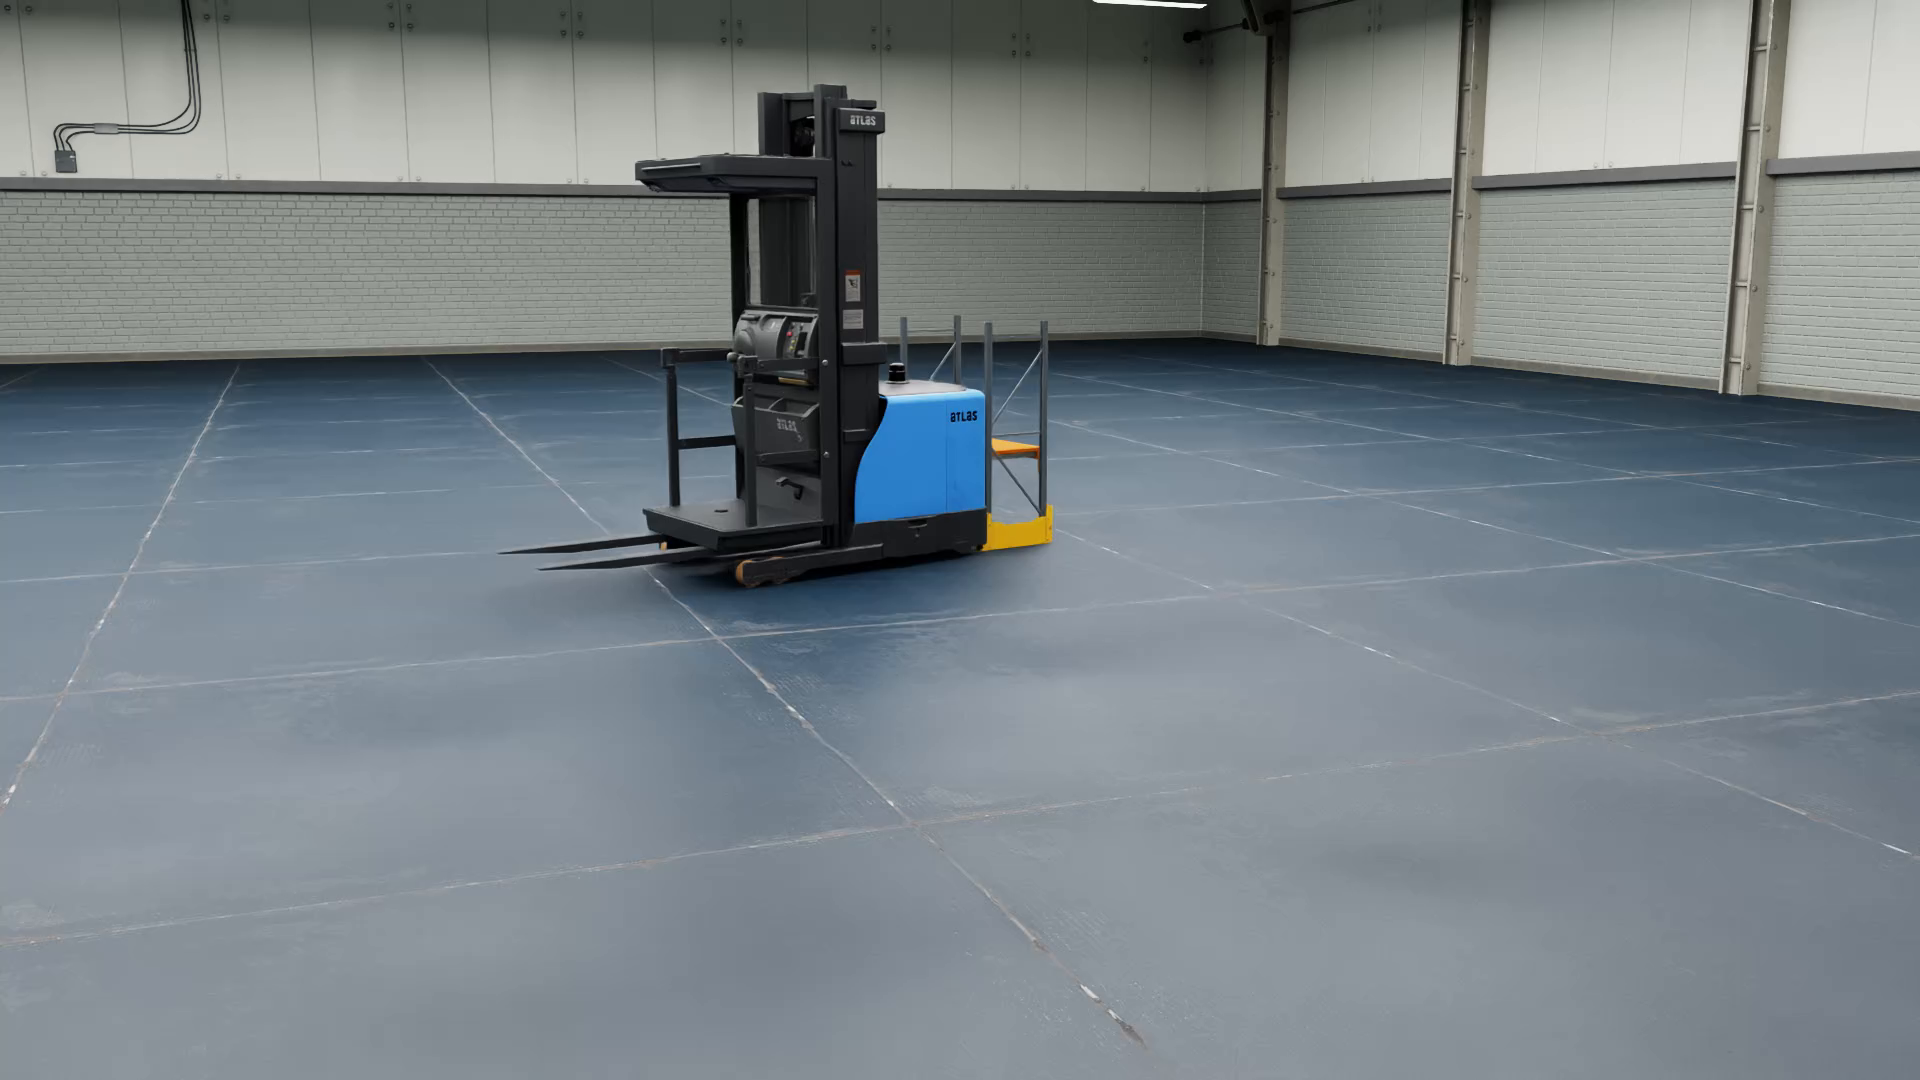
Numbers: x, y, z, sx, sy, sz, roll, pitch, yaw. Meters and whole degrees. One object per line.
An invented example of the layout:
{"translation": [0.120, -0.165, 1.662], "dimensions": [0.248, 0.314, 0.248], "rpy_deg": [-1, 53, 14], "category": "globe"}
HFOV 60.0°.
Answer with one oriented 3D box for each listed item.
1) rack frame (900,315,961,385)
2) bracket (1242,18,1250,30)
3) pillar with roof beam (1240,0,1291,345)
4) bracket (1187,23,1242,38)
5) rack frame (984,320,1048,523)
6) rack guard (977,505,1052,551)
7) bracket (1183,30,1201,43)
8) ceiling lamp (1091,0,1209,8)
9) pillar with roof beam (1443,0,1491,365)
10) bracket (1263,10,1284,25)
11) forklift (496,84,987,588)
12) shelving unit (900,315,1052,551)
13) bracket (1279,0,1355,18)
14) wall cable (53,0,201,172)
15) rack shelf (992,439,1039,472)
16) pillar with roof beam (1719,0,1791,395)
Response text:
{"translation": [-0.207, -0.845, 11.891], "dimensions": [0.500, 1.500, 0.032], "rpy_deg": [-7, 12, -34], "category": "rack frame"}
{"translation": [5.748, -10.195, 32.761], "dimensions": [0.235, 0.232, 0.430], "rpy_deg": [-4, 11, -21], "category": "bracket"}
{"translation": [2.216, -8.104, 31.286], "dimensions": [9.100, 9.000, 0.548], "rpy_deg": [-4, 11, -21], "category": "pillar with roof beam"}
{"translation": [5.103, -10.485, 34.394], "dimensions": [0.076, 0.066, 3.189], "rpy_deg": [-4, 11, -21], "category": "bracket"}
{"translation": [0.372, -0.699, 11.068], "dimensions": [0.500, 1.500, 0.032], "rpy_deg": [-7, 12, -34], "category": "rack frame"}
{"translation": [0.371, -0.084, 11.178], "dimensions": [0.587, 0.250, 0.087], "rpy_deg": [-7, 12, -34], "category": "rack guard"}
{"translation": [4.889, -10.582, 34.936], "dimensions": [0.235, 0.232, 0.430], "rpy_deg": [-4, 11, -21], "category": "bracket"}
{"translation": [3.006, -10.306, 26.996], "dimensions": [2.000, 3.185, 0.800], "rpy_deg": [-4, 11, -21], "category": "ceiling lamp"}
{"translation": [4.391, -7.125, 25.781], "dimensions": [9.100, 9.000, 0.400], "rpy_deg": [-4, 11, -21], "category": "pillar with roof beam"}
{"translation": [6.048, -10.060, 32.000], "dimensions": [0.235, 0.232, 0.430], "rpy_deg": [-4, 11, -21], "category": "bracket"}
{"translation": [-1.310, -1.266, 10.167], "dimensions": [3.031, 2.935, 1.130], "rpy_deg": [-7, 12, -36], "category": "forklift"}
{"translation": [0.088, -0.771, 11.472], "dimensions": [0.587, 1.500, 1.083], "rpy_deg": [-7, 12, -34], "category": "shelving unit"}
{"translation": [6.982, -9.639, 29.635], "dimensions": [0.076, 0.066, 4.783], "rpy_deg": [-4, 11, -21], "category": "bracket"}
{"translation": [-14.111, -9.218, 27.834], "dimensions": [2.305, 6.003, 0.169], "rpy_deg": [-4, 11, -21], "category": "wall cable"}
{"translation": [0.083, -0.595, 11.511], "dimensions": [0.538, 0.185, 1.000], "rpy_deg": [-7, 12, -34], "category": "rack shelf"}
{"translation": [6.565, -6.146, 20.275], "dimensions": [9.100, 9.000, 0.400], "rpy_deg": [-4, 11, -21], "category": "pillar with roof beam"}
